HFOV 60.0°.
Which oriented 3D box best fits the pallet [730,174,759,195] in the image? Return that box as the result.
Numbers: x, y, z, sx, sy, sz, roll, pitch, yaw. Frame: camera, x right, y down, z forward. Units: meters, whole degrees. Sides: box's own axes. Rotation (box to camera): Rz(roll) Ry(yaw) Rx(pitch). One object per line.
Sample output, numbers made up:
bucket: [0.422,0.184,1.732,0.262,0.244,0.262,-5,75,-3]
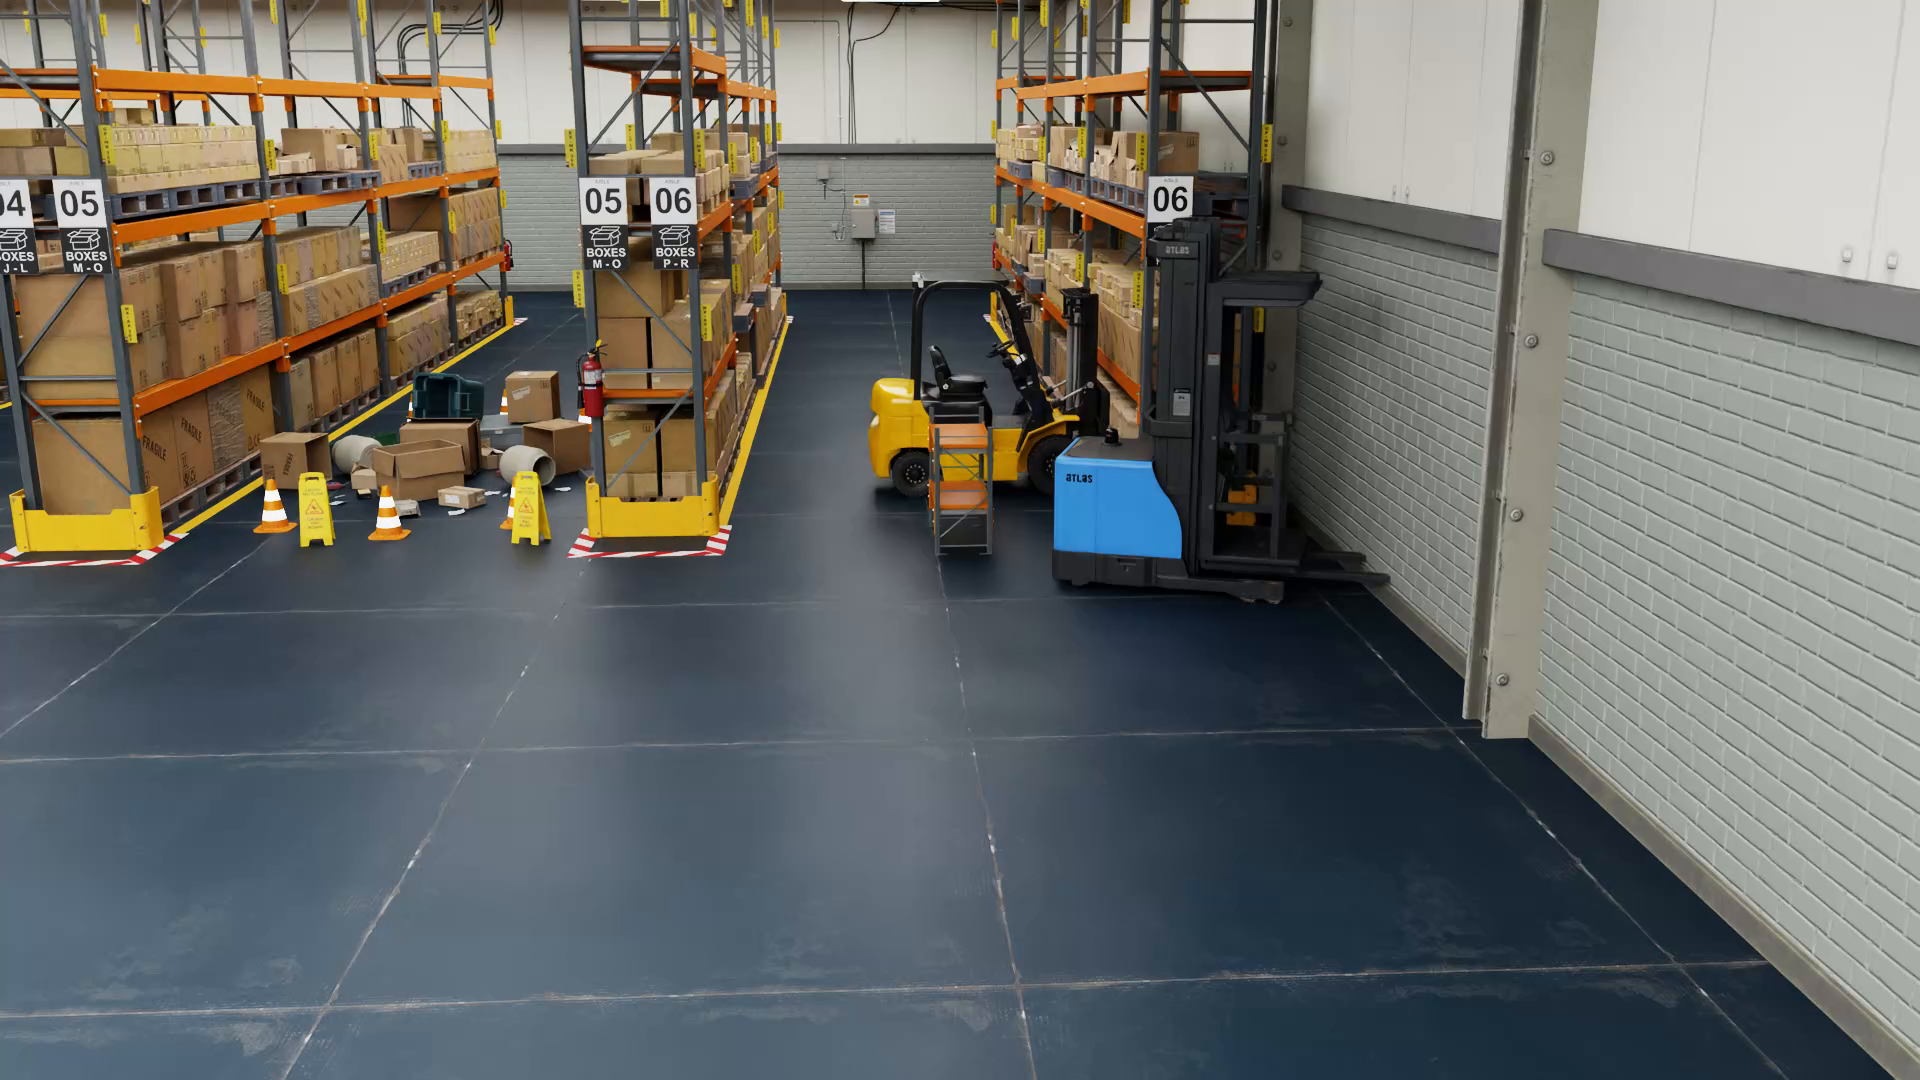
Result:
pallet: [-3.051,-4.276,19.982,1.213,0.211,1.003,-1,14,-3]

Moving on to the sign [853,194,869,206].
sign: [-2.130,-7.334,35.854,0.339,0.242,0.001,-1,14,-3]

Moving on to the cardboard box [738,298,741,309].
cardboard box: [-2.777,-2.787,19.501,0.380,0.149,0.250,-1,14,-2]

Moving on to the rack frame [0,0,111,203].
rack frame: [-7.738,-4.310,13.718,1.000,3.000,0.127,-1,14,-3]

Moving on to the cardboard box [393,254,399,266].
cardboard box: [-8.118,-3.940,23.383,0.380,0.149,0.250,-1,14,-3]

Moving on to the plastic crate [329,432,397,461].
plastic crate: [-6.668,-1.042,18.586,0.450,0.188,0.662,-4,11,28]

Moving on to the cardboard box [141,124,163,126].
cardboard box: [-13.466,-6.550,27.201,0.700,0.500,0.500,0,14,-1]

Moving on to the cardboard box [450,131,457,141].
cardboard box: [-8.284,-6.475,26.652,0.380,0.149,0.250,-1,14,-5]

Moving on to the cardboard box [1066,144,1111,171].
cardboard box: [1.567,-4.607,20.028,0.500,0.311,0.500,-1,14,-5]

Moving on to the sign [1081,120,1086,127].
sign: [1.960,-6.471,26.311,0.100,0.325,0.005,-1,14,-3]

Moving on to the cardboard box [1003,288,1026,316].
cardboard box: [1.116,-4.189,29.461,0.700,0.500,0.500,0,14,-1]

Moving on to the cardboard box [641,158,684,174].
cardboard box: [-2.622,-3.315,14.774,0.380,0.149,0.250,-1,14,-4]

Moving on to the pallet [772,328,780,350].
pallet: [-3.516,-3.330,27.547,1.003,0.211,1.213,-1,14,-3]

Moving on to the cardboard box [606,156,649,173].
cardboard box: [-3.095,-3.495,15.473,0.380,0.149,0.250,-1,14,-3]

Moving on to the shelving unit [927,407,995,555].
shelving unit: [0.000,-0.546,14.893,0.538,1.125,1.048,-1,14,-3]

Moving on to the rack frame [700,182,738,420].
rack frame: [-3.052,-2.501,18.727,1.000,3.000,0.127,-1,14,-3]

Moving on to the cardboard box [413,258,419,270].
cardboard box: [-8.175,-4.051,24.413,0.380,0.149,0.250,0,14,-1]

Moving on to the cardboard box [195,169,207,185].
cardboard box: [-7.549,-3.517,16.117,0.380,0.149,0.250,-1,14,-4]

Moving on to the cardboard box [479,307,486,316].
cardboard box: [-8.336,-3.902,28.453,0.380,0.149,0.250,0,14,-1]

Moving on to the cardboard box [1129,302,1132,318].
cardboard box: [1.845,-2.219,16.127,0.380,0.149,0.250,-1,14,-4]

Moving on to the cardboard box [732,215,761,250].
cardboard box: [-3.143,-4.407,23.928,0.500,0.500,0.500,0,14,-2]

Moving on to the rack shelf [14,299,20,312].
rack shelf: [-13.314,-3.492,24.022,1.077,0.370,4.000,-1,14,-3]

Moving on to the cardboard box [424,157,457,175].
cardboard box: [-8.247,-5.888,26.173,0.500,0.250,0.500,0,14,-1]

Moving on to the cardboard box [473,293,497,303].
cardboard box: [-8.343,-4.241,29.175,0.380,0.149,0.250,-1,14,-5]

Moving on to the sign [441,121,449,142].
sign: [-7.928,-6.292,25.614,0.100,0.325,0.005,-1,14,-3]

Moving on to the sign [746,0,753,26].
sign: [-2.758,-6.903,21.761,0.100,0.325,0.005,-1,14,-3]

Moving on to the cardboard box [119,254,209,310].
cardboard box: [-7.910,-2.500,16.254,0.875,0.550,0.500,-1,14,-3]

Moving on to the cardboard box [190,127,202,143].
cardboard box: [-7.551,-3.905,16.023,0.380,0.149,0.250,-1,14,-3]

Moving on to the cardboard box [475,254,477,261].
cardboard box: [-8.402,-4.798,28.159,0.380,0.149,0.250,-1,14,-2]

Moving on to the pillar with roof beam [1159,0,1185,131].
pillar with roof beam: [-1.662,-6.102,20.683,9.100,9.000,0.400,-1,14,-3]

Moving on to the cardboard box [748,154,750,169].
cardboard box: [-2.773,-4.487,19.884,0.500,0.250,0.500,-1,14,-4]

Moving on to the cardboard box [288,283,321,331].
cardboard box: [-7.782,-2.708,19.332,0.500,0.500,0.500,-1,14,-3]

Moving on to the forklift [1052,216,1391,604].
forklift: [2.323,-1.065,13.282,3.031,2.935,1.130,4,15,14]

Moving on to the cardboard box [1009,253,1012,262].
cardboard box: [1.024,-4.779,28.086,0.380,0.149,0.250,-1,14,-4]

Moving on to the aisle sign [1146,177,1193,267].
aisle sign: [1.861,-2.822,14.757,0.394,0.787,0.004,-1,14,-3]

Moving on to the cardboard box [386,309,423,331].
cardboard box: [-8.084,-3.175,24.015,0.500,0.250,0.500,-1,14,-3]

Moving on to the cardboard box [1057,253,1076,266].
cardboard box: [1.468,-3.657,21.719,0.380,0.149,0.250,-1,14,-3]

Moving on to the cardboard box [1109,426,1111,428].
cardboard box: [1.735,-1.067,16.825,0.500,0.250,0.500,-1,14,-5]

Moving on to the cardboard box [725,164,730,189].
cardboard box: [-2.755,-3.919,17.923,0.500,0.250,0.500,-1,14,-4]

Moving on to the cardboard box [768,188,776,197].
cardboard box: [-3.433,-6.120,29.285,0.380,0.149,0.250,-1,14,-4]

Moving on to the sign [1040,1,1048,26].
sign: [1.114,-6.959,21.979,0.100,0.325,0.005,-1,14,-3]

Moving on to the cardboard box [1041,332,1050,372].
cardboard box: [1.414,-2.668,23.550,0.500,0.500,0.500,0,14,-2]

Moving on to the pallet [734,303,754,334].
pallet: [-2.954,-2.600,19.498,1.003,0.211,1.213,-1,14,-3]

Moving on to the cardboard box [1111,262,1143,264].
cardboard box: [2.068,-3.350,20.523,0.380,0.149,0.250,-1,14,-4]

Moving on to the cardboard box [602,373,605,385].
cardboard box: [-3.167,-1.536,15.479,0.380,0.149,0.250,-1,14,-4]

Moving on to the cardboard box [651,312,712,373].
cardboard box: [-2.556,-1.821,15.285,0.500,0.500,0.500,-1,14,-4]

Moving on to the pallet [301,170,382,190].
pallet: [-8.141,-4.596,21.229,1.213,0.211,1.003,0,14,-1]

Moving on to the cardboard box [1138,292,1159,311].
cardboard box: [1.871,-2.237,15.602,0.380,0.149,0.250,-1,14,-3]

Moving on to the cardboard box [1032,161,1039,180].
cardboard box: [1.317,-5.327,23.991,0.500,0.250,0.500,-1,14,-3]

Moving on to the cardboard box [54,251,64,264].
cardboard box: [-13.047,-3.896,23.949,0.500,0.500,0.500,-1,14,-3]

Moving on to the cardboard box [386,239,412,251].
cardboard box: [-8.164,-4.271,24.073,0.380,0.149,0.250,-1,14,-4]

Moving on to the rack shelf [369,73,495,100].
rack shelf: [-8.605,-7.442,27.341,1.077,0.370,4.000,-1,14,-3]
